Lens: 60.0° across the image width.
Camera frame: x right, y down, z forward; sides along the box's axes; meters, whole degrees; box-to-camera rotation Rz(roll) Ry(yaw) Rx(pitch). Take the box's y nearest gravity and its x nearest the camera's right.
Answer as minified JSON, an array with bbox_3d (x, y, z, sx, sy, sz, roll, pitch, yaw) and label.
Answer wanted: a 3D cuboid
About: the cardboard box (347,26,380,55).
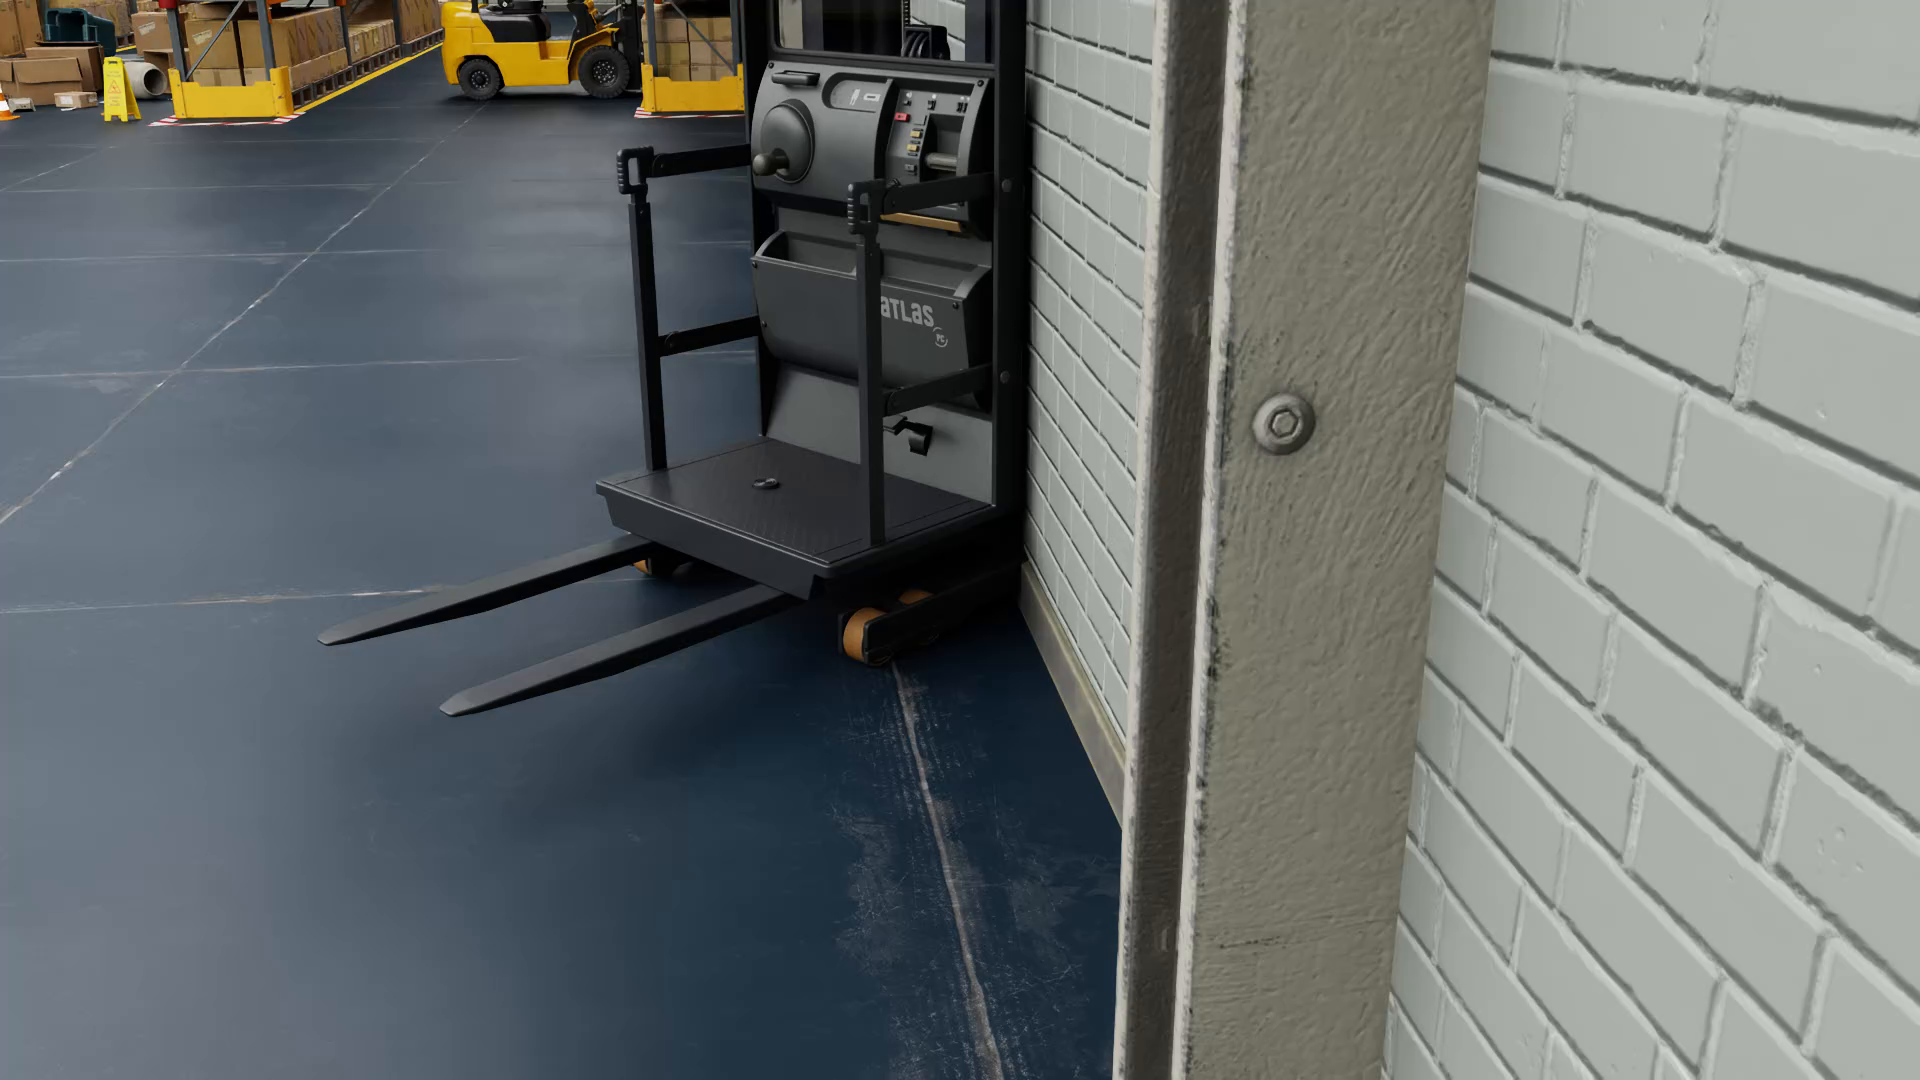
[{"bbox_3d":[-8.719,-7.009,23.350,0.950,0.372,0.625,-2,21,-6],"label":"cardboard box"}]

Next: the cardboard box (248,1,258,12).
[{"bbox_3d":[-8.538,-6.401,19.898,0.380,0.149,0.250,-2,21,-5],"label":"cardboard box"}]

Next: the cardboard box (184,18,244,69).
[{"bbox_3d":[-8.229,-5.511,18.443,0.500,0.500,0.500,-3,21,-7],"label":"cardboard box"}]

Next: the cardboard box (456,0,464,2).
[{"bbox_3d":[-9.828,-9.983,31.221,0.875,0.438,0.875,-2,21,-6],"label":"cardboard box"}]

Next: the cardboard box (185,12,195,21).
[{"bbox_3d":[-14.626,-9.848,31.270,0.380,0.149,0.250,-2,21,-6],"label":"cardboard box"}]

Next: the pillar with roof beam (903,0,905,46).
[{"bbox_3d":[-4.683,-4.964,6.145,9.100,9.000,0.400,-3,21,-8],"label":"pillar with roof beam"}]

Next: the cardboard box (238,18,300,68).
[{"bbox_3d":[-7.702,-5.549,18.543,0.500,0.500,0.500,-4,21,-10],"label":"cardboard box"}]

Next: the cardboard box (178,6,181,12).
[{"bbox_3d":[-14.523,-9.716,30.492,0.380,0.149,0.250,-3,21,-7],"label":"cardboard box"}]

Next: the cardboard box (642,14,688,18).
[{"bbox_3d":[-3.399,-5.936,19.223,0.500,0.250,0.500,-3,21,-7],"label":"cardboard box"}]

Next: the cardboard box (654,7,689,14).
[{"bbox_3d":[-3.615,-6.468,20.648,0.500,0.250,0.500,-2,21,-6],"label":"cardboard box"}]

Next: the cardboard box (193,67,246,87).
[{"bbox_3d":[-8.242,-5.170,18.602,0.500,0.250,0.500,-3,21,-8],"label":"cardboard box"}]

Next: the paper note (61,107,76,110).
[{"bbox_3d":[-9.962,-4.823,18.586,0.148,0.019,0.142,-11,23,-26],"label":"paper note"}]

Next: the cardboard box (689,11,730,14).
[{"bbox_3d":[-2.964,-6.138,19.765,0.500,0.250,0.500,-3,21,-8],"label":"cardboard box"}]

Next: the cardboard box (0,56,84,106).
[{"bbox_3d":[-10.614,-5.298,19.183,0.637,0.503,0.797,17,27,39],"label":"cardboard box"}]

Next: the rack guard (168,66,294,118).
[{"bbox_3d":[-7.867,-4.843,17.967,1.175,0.500,0.348,-3,21,-8],"label":"rack guard"}]

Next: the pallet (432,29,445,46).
[{"bbox_3d":[-9.400,-8.572,28.366,1.003,0.211,1.213,-3,21,-8],"label":"pallet"}]

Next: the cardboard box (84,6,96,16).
[{"bbox_3d":[-13.897,-8.107,26.108,0.500,0.500,0.500,-3,21,-9],"label":"cardboard box"}]

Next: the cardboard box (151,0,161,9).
[{"bbox_3d":[-14.396,-9.492,29.467,0.380,0.149,0.250,-2,21,-7],"label":"cardboard box"}]

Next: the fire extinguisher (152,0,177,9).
[{"bbox_3d":[-8.295,-5.888,17.305,0.296,0.674,0.183,-3,21,-8],"label":"fire extinguisher"}]

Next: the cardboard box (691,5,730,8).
[{"bbox_3d":[-3.171,-6.666,21.176,0.500,0.250,0.500,-3,21,-9],"label":"cardboard box"}]

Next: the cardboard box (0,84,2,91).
[{"bbox_3d":[-11.246,-5.304,19.539,0.396,0.266,0.258,1,20,2],"label":"cardboard box"}]

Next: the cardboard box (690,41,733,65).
[{"bbox_3d":[-2.807,-5.555,18.917,0.500,0.250,0.500,-3,21,-7],"label":"cardboard box"}]

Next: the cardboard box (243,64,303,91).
[{"bbox_3d":[-7.698,-5.189,18.652,0.500,0.250,0.500,-3,21,-8],"label":"cardboard box"}]

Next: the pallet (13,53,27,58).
[{"bbox_3d":[-13.854,-6.889,23.860,1.003,0.211,1.213,-3,21,-8],"label":"pallet"}]

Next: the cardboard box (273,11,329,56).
[{"bbox_3d":[-7.932,-6.088,19.987,0.500,0.500,0.500,-2,21,-5],"label":"cardboard box"}]

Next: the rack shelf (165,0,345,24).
[{"bbox_3d":[-8.144,-6.343,19.439,1.077,0.370,4.000,-3,21,-8],"label":"rack shelf"}]

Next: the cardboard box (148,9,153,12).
[{"bbox_3d":[-14.437,-9.259,29.268,0.380,0.149,0.250,-4,21,-11],"label":"cardboard box"}]

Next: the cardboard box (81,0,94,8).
[{"bbox_3d":[-13.884,-8.448,25.948,0.500,0.250,0.500,-3,21,-7],"label":"cardboard box"}]

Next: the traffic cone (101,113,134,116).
[{"bbox_3d":[-9.194,-4.883,18.128,0.336,0.463,0.334,-3,21,-8],"label":"traffic cone"}]

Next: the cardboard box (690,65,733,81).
[{"bbox_3d":[-2.822,-5.327,19.022,0.500,0.250,0.500,-3,21,-8],"label":"cardboard box"}]

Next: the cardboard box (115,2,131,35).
[{"bbox_3d":[-14.113,-8.640,27.533,0.500,0.500,0.500,-3,21,-9],"label":"cardboard box"}]

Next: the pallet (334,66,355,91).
[{"bbox_3d":[-8.301,-5.835,21.037,1.003,0.211,1.213,-3,21,-8],"label":"pallet"}]

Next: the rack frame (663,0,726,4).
[{"bbox_3d":[-4.098,-9.009,25.549,1.000,3.000,0.127,-3,21,-8],"label":"rack frame"}]

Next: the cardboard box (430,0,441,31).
[{"bbox_3d":[-9.417,-9.133,28.318,0.875,0.875,0.875,-2,21,-6],"label":"cardboard box"}]

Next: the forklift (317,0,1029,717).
[{"bbox_3d":[-0.425,-1.214,4.776,1.130,2.935,3.031,18,27,40],"label":"forklift"}]

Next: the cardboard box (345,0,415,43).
[{"bbox_3d":[-9.026,-8.202,25.825,0.875,0.875,0.875,-3,21,-8],"label":"cardboard box"}]

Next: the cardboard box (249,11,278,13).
[{"bbox_3d":[-8.453,-6.050,19.885,0.500,0.500,0.500,-2,21,-5],"label":"cardboard box"}]

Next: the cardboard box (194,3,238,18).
[{"bbox_3d":[-8.349,-5.939,18.661,0.380,0.149,0.250,-2,21,-6],"label":"cardboard box"}]

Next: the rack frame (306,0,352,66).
[{"bbox_3d":[-8.432,-7.372,21.167,1.000,3.000,0.127,-3,21,-8],"label":"rack frame"}]

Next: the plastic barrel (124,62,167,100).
[{"bbox_3d":[-9.652,-5.419,19.620,0.512,0.421,0.421,12,24,30],"label":"plastic barrel"}]

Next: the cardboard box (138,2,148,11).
[{"bbox_3d":[-14.295,-9.225,28.753,0.380,0.149,0.250,-2,21,-5],"label":"cardboard box"}]

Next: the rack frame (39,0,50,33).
[{"bbox_3d":[-13.893,-8.472,24.113,1.000,3.000,0.127,-3,21,-8],"label":"rack frame"}]

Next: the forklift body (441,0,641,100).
[{"bbox_3d":[-5.023,-6.406,19.793,2.313,2.155,1.214,-3,21,-8],"label":"forklift body"}]

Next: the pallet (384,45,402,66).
[{"bbox_3d":[-8.898,-7.180,24.639,1.003,0.211,1.213,-3,21,-8],"label":"pallet"}]

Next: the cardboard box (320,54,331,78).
[{"bbox_3d":[-7.926,-5.729,20.099,0.500,0.250,0.500,-3,21,-7],"label":"cardboard box"}]

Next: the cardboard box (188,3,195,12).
[{"bbox_3d":[-14.687,-10.074,31.452,0.380,0.149,0.250,-3,21,-9],"label":"cardboard box"}]

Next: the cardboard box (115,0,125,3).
[{"bbox_3d":[-14.112,-8.989,27.398,0.500,0.250,0.500,-3,21,-9],"label":"cardboard box"}]
